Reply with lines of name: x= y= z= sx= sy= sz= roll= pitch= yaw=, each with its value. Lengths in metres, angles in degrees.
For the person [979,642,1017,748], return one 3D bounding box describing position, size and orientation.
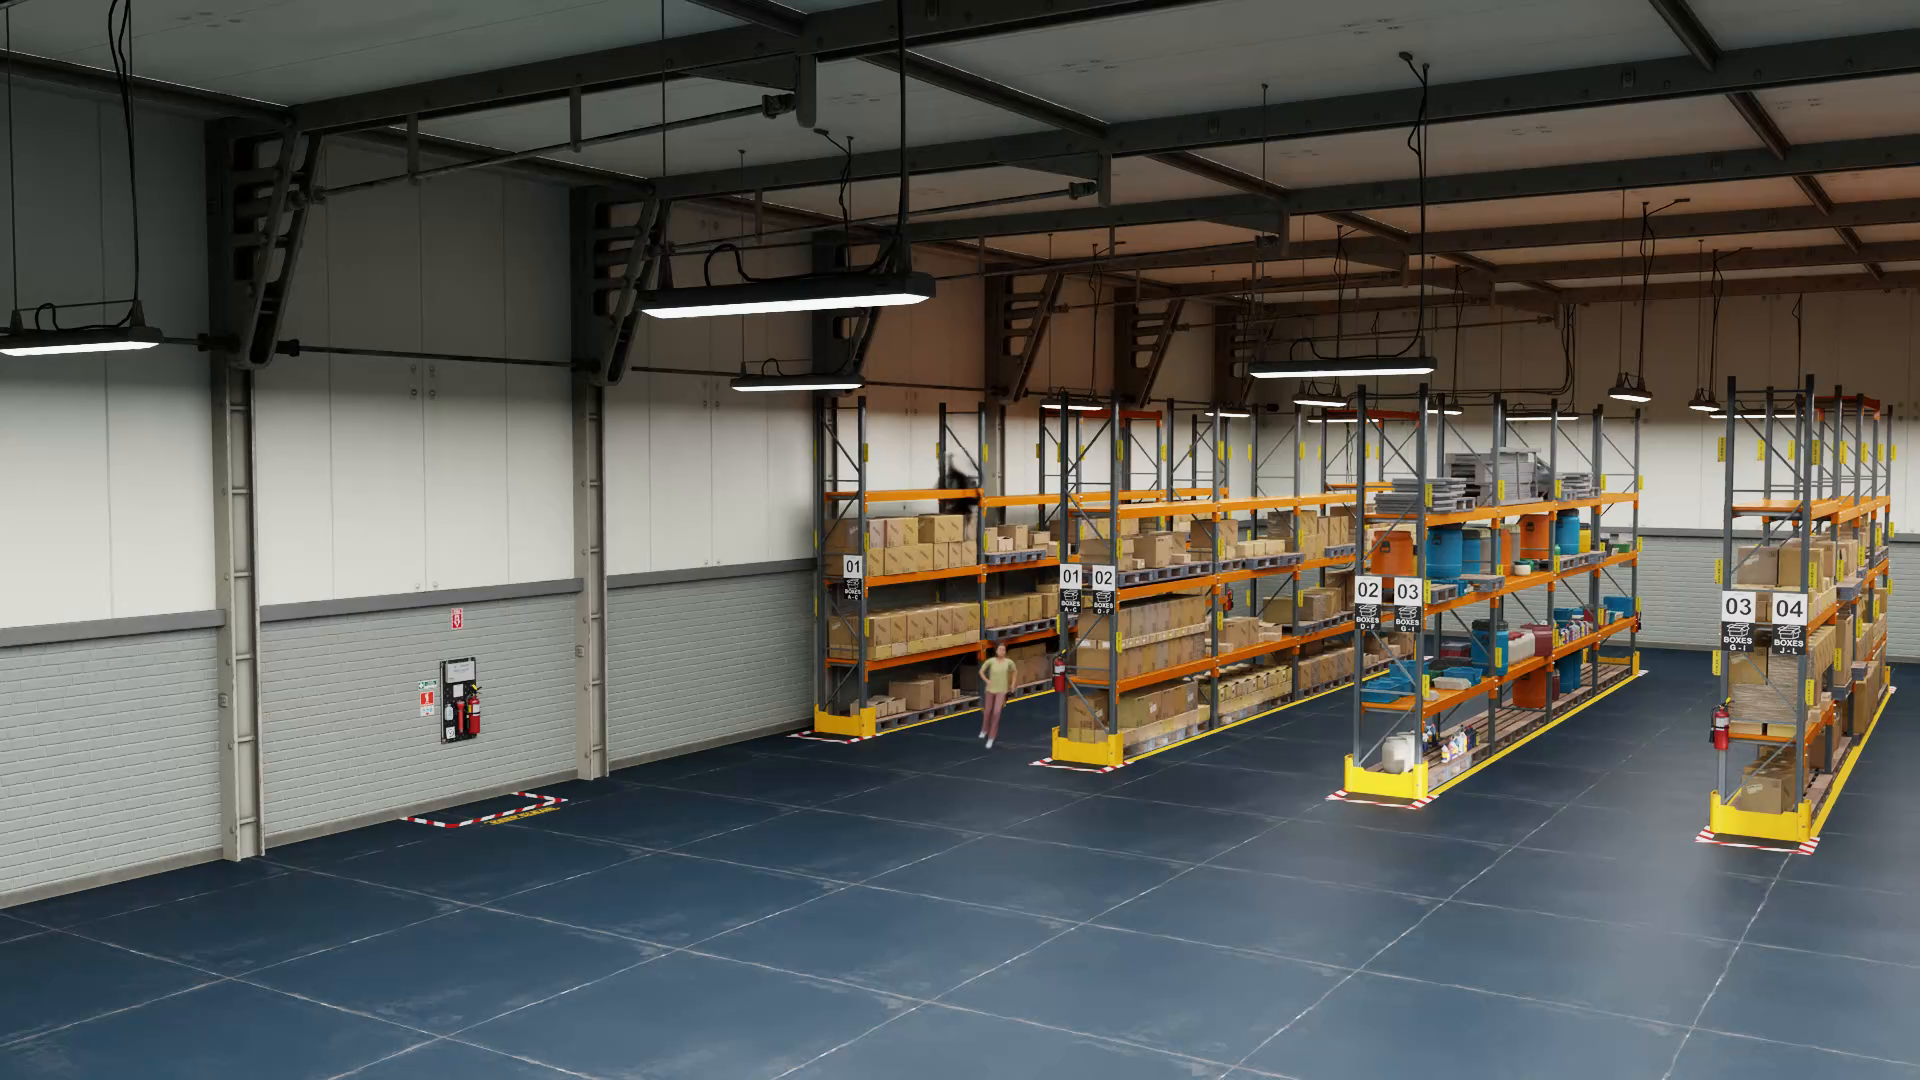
person: x=0.610 y=2.520 z=27.300 sx=0.644 sy=1.685 sz=0.842 roll=0 pitch=3 yaw=5
